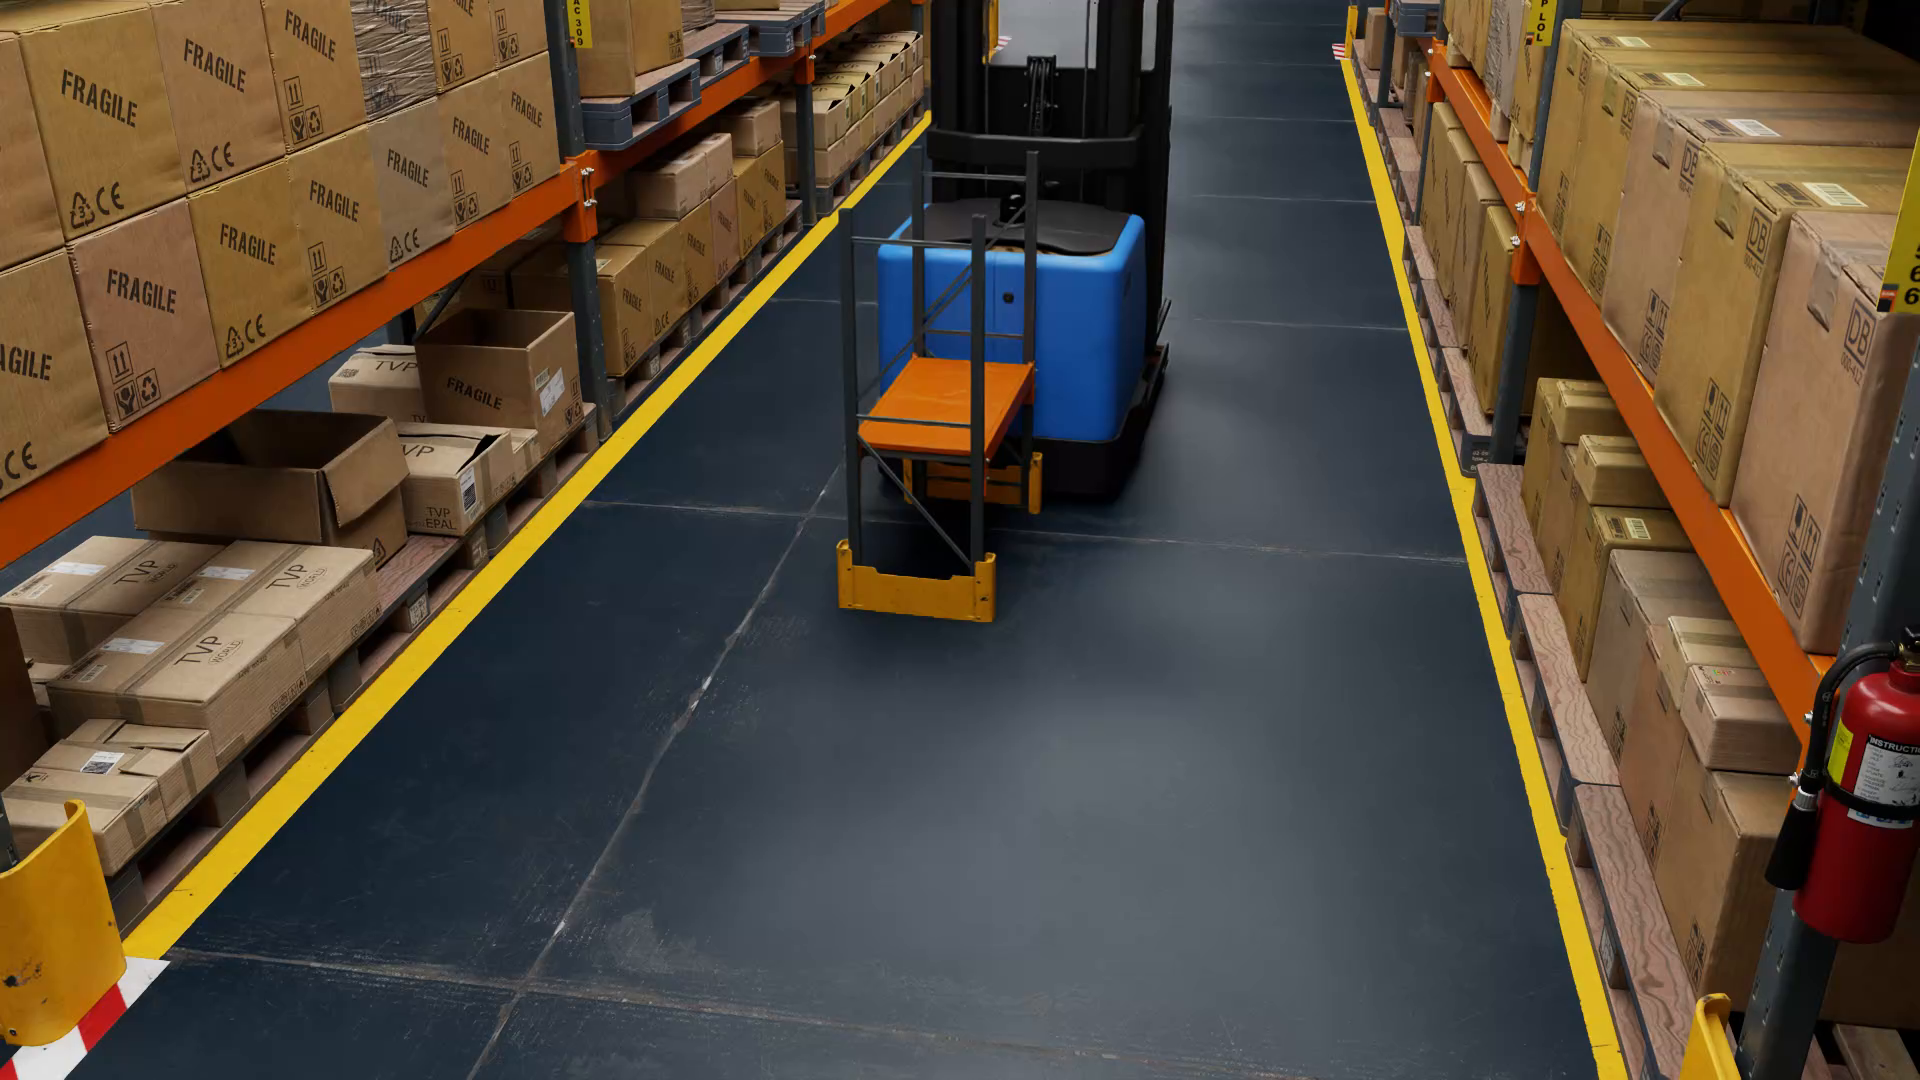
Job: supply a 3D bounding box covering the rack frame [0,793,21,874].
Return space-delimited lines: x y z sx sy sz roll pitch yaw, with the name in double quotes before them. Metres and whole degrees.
"rack frame" -2.786 -0.189 3.616 1.000 3.000 0.127 4 25 9

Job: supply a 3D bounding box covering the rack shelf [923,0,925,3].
"rack shelf" -0.498 -5.719 16.278 1.077 0.370 4.000 4 25 9

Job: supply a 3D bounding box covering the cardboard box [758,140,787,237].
"cardboard box" -1.400 -2.195 10.330 0.500 0.500 0.500 5 26 11

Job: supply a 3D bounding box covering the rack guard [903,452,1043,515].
"rack guard" 0.052 -0.260 7.011 0.587 0.250 0.087 5 26 11

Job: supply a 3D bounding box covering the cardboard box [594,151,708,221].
"cardboard box" -1.650 -1.873 8.757 0.500 0.250 0.500 4 25 9

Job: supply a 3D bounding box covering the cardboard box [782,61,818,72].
"cardboard box" -1.388 -3.608 13.007 0.500 0.311 0.500 5 25 10

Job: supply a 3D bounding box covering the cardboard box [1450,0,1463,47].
"cardboard box" 2.982 -2.979 9.083 0.500 0.500 0.500 5 26 10

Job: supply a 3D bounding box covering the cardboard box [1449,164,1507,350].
"cardboard box" 2.876 -1.390 8.221 0.750 0.750 0.750 5 26 10

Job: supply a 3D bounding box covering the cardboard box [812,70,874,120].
"cardboard box" -0.940 -3.366 12.489 0.500 0.311 0.500 3 25 7

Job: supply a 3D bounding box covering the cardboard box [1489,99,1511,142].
"cardboard box" 2.621 -1.904 7.552 0.380 0.149 0.250 4 25 9

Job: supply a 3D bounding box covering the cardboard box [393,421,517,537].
"cardboard box" -2.068 -0.272 6.445 0.500 0.311 0.500 4 25 9

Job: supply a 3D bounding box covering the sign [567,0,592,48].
"sign" -1.596 -2.220 6.933 0.100 0.325 0.005 4 25 9

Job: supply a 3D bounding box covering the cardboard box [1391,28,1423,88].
"cardboard box" 4.193 -4.370 14.978 0.500 0.500 0.500 2 25 5

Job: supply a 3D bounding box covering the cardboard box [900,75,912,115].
"cardboard box" -0.691 -3.748 13.967 0.500 0.250 0.500 4 25 8

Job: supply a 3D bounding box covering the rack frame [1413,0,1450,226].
"rack frame" 3.409 -3.193 10.034 1.000 3.000 0.127 4 25 9

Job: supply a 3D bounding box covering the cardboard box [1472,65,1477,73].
"cardboard box" 3.030 -2.643 9.131 0.380 0.149 0.250 4 25 8

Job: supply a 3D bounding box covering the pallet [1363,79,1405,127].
"pallet" 4.138 -3.887 14.805 1.003 0.211 1.213 4 25 9

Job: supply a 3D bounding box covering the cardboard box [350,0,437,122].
"cardboard box" -2.123 -1.706 5.558 0.500 0.500 0.500 4 25 9

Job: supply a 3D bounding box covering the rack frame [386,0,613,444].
"rack frame" -2.132 -1.862 7.190 1.000 3.000 0.127 4 25 9

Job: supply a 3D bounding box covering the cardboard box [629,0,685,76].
"cardboard box" -1.785 -2.572 8.094 0.700 0.500 0.500 8 26 17

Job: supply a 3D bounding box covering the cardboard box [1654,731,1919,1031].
"cardboard box" 2.117 0.795 3.967 0.700 0.500 0.500 4 25 9

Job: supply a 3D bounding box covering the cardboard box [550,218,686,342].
"cardboard box" -1.737 -1.339 8.501 0.500 0.500 0.500 4 25 9

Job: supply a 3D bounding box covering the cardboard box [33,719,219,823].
"cardboard box" -2.338 0.639 4.670 0.380 0.166 0.250 4 25 9

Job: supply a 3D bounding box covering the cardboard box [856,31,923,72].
"cardboard box" -0.608 -4.218 14.309 0.500 0.311 0.500 4 25 9

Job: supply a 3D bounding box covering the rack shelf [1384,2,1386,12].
"rack shelf" 4.390 -5.377 15.548 1.077 0.370 4.000 4 25 9

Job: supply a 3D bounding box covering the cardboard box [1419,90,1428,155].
"cardboard box" 3.727 -2.982 12.013 0.700 0.500 0.500 4 25 8

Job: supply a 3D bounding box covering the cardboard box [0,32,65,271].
"cardboard box" -2.454 -0.855 3.740 0.500 0.500 0.500 5 26 10

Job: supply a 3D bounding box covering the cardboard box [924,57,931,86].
"cardboard box" -0.450 -4.326 15.201 0.500 0.250 0.500 4 25 9

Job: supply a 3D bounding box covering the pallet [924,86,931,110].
"pallet" -0.654 -4.275 15.633 1.003 0.211 1.213 4 25 9

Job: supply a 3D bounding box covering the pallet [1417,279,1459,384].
"pallet" 3.004 -1.097 8.845 1.003 0.211 1.213 4 25 9

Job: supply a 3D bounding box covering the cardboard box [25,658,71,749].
"cardboard box" -2.785 0.487 4.994 0.380 0.166 0.250 4 25 9

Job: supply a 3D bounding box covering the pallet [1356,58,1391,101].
"pallet" 4.335 -4.398 15.898 1.003 0.211 1.213 4 25 9

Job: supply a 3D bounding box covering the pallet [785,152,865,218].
"pallet" -1.306 -2.614 12.085 1.003 0.211 1.213 4 25 9

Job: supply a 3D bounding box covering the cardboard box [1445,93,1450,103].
"cardboard box" 3.630 -3.139 11.463 0.500 0.250 0.500 4 25 10

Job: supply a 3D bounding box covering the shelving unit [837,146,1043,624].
"shelving unit" -0.055 -0.620 6.306 0.587 1.500 1.083 5 26 11

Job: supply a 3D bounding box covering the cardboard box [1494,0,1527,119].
"cardboard box" 2.656 -2.134 7.279 0.500 0.500 0.500 4 25 9

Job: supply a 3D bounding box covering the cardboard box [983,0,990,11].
"cardboard box" 0.035 -5.921 17.724 0.500 0.500 0.500 4 25 9

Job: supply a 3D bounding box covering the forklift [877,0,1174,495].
"forklift" 0.461 -2.116 7.812 1.130 2.935 3.031 5 26 11

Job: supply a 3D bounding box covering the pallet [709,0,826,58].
"pallet" -1.520 -3.160 10.189 1.213 0.211 1.003 4 25 9

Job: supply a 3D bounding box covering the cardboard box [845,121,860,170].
"cardboard box" -1.022 -2.889 12.132 0.500 0.250 0.500 3 25 7

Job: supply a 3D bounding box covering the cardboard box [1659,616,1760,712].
"cardboard box" 1.999 0.328 4.200 0.380 0.149 0.250 5 25 10

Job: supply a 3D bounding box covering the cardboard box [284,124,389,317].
"cardboard box" -2.206 -1.037 5.308 0.500 0.500 0.500 4 25 9

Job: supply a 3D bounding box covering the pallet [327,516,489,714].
"pallet" -2.443 0.200 6.074 1.003 0.211 1.213 4 25 9

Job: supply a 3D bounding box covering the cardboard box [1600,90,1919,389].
"cardboard box" 2.417 -0.821 4.611 0.980 0.700 0.700 3 25 6

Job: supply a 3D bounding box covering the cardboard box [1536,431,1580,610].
"cardboard box" 2.446 -0.063 5.799 0.700 0.500 0.500 4 25 8

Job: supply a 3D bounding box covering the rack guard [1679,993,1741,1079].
"rack guard" 2.098 1.295 3.394 1.175 0.500 0.348 4 25 9
